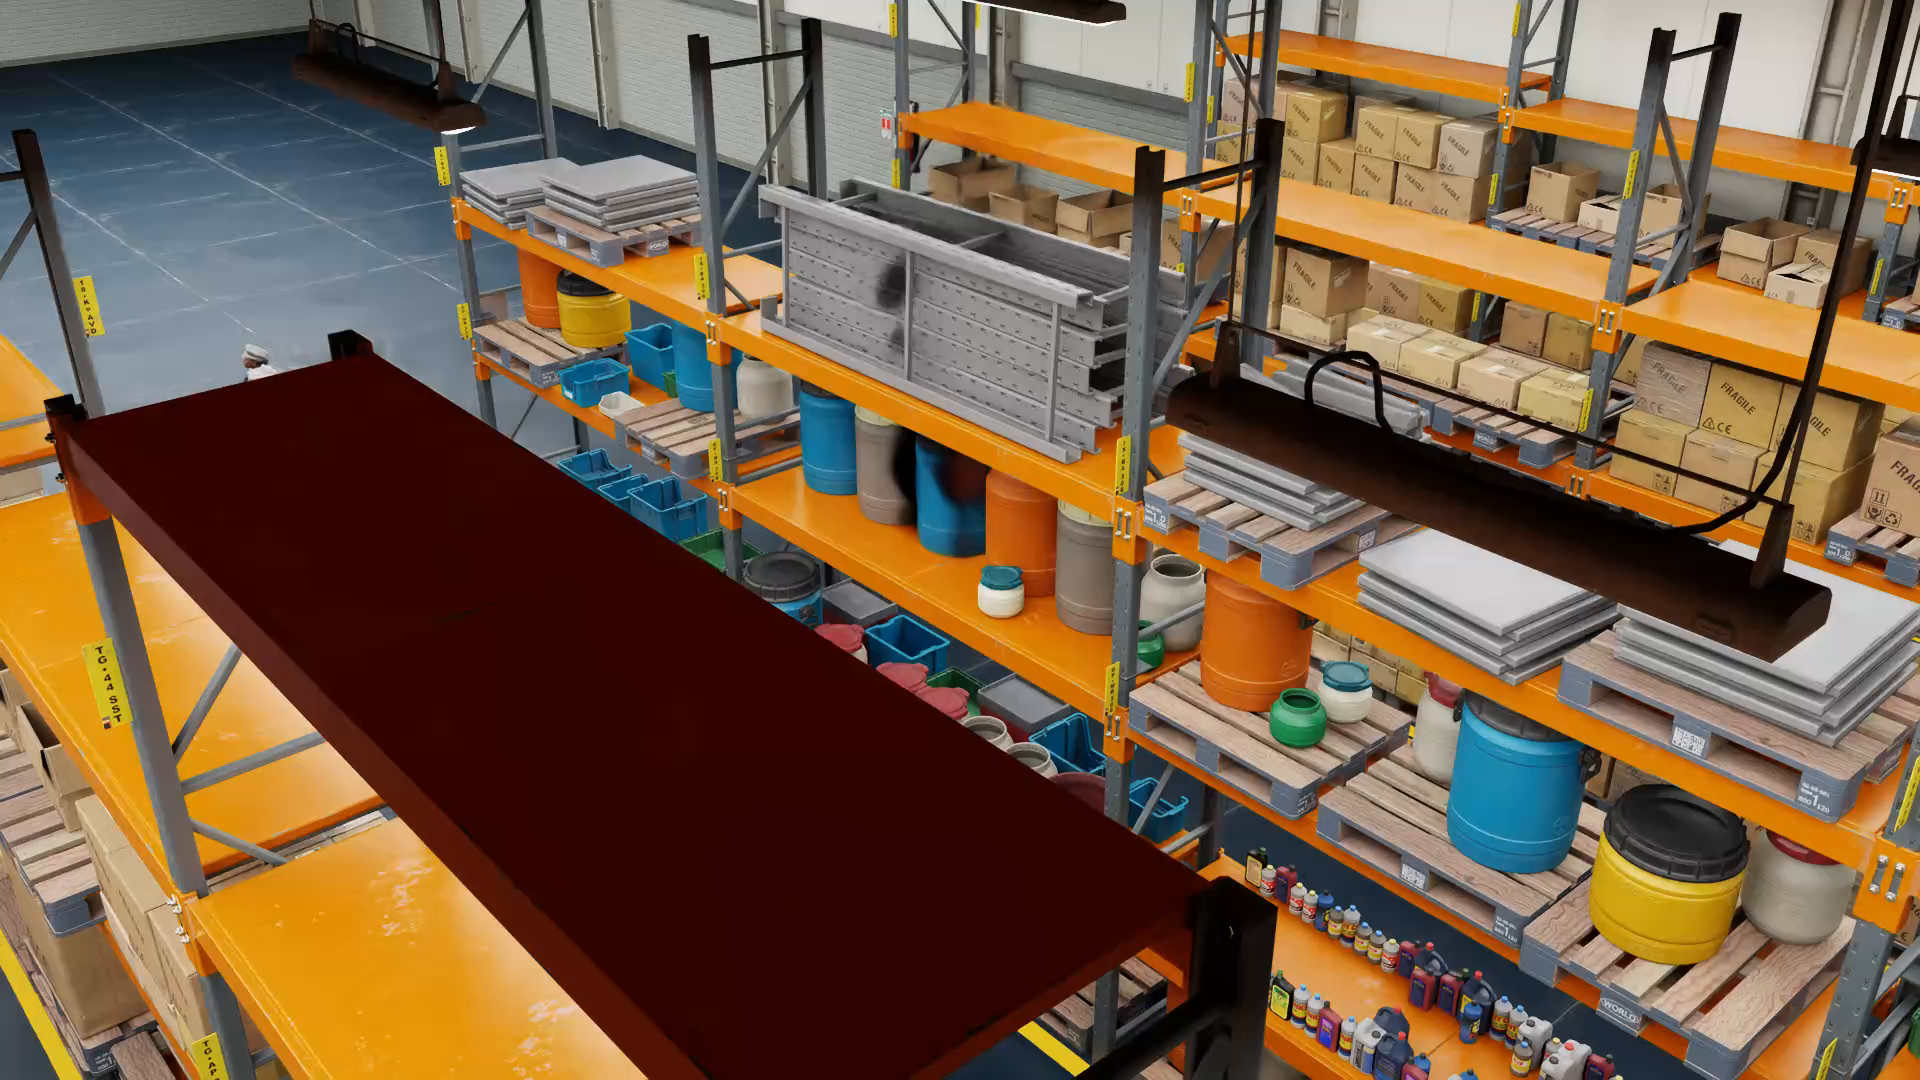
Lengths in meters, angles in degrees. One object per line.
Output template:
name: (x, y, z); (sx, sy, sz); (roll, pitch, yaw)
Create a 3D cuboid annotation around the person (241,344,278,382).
person: (-7.678, -1.371, 18.377); (0.904, 1.674, 0.583); (-7, 28, -13)
